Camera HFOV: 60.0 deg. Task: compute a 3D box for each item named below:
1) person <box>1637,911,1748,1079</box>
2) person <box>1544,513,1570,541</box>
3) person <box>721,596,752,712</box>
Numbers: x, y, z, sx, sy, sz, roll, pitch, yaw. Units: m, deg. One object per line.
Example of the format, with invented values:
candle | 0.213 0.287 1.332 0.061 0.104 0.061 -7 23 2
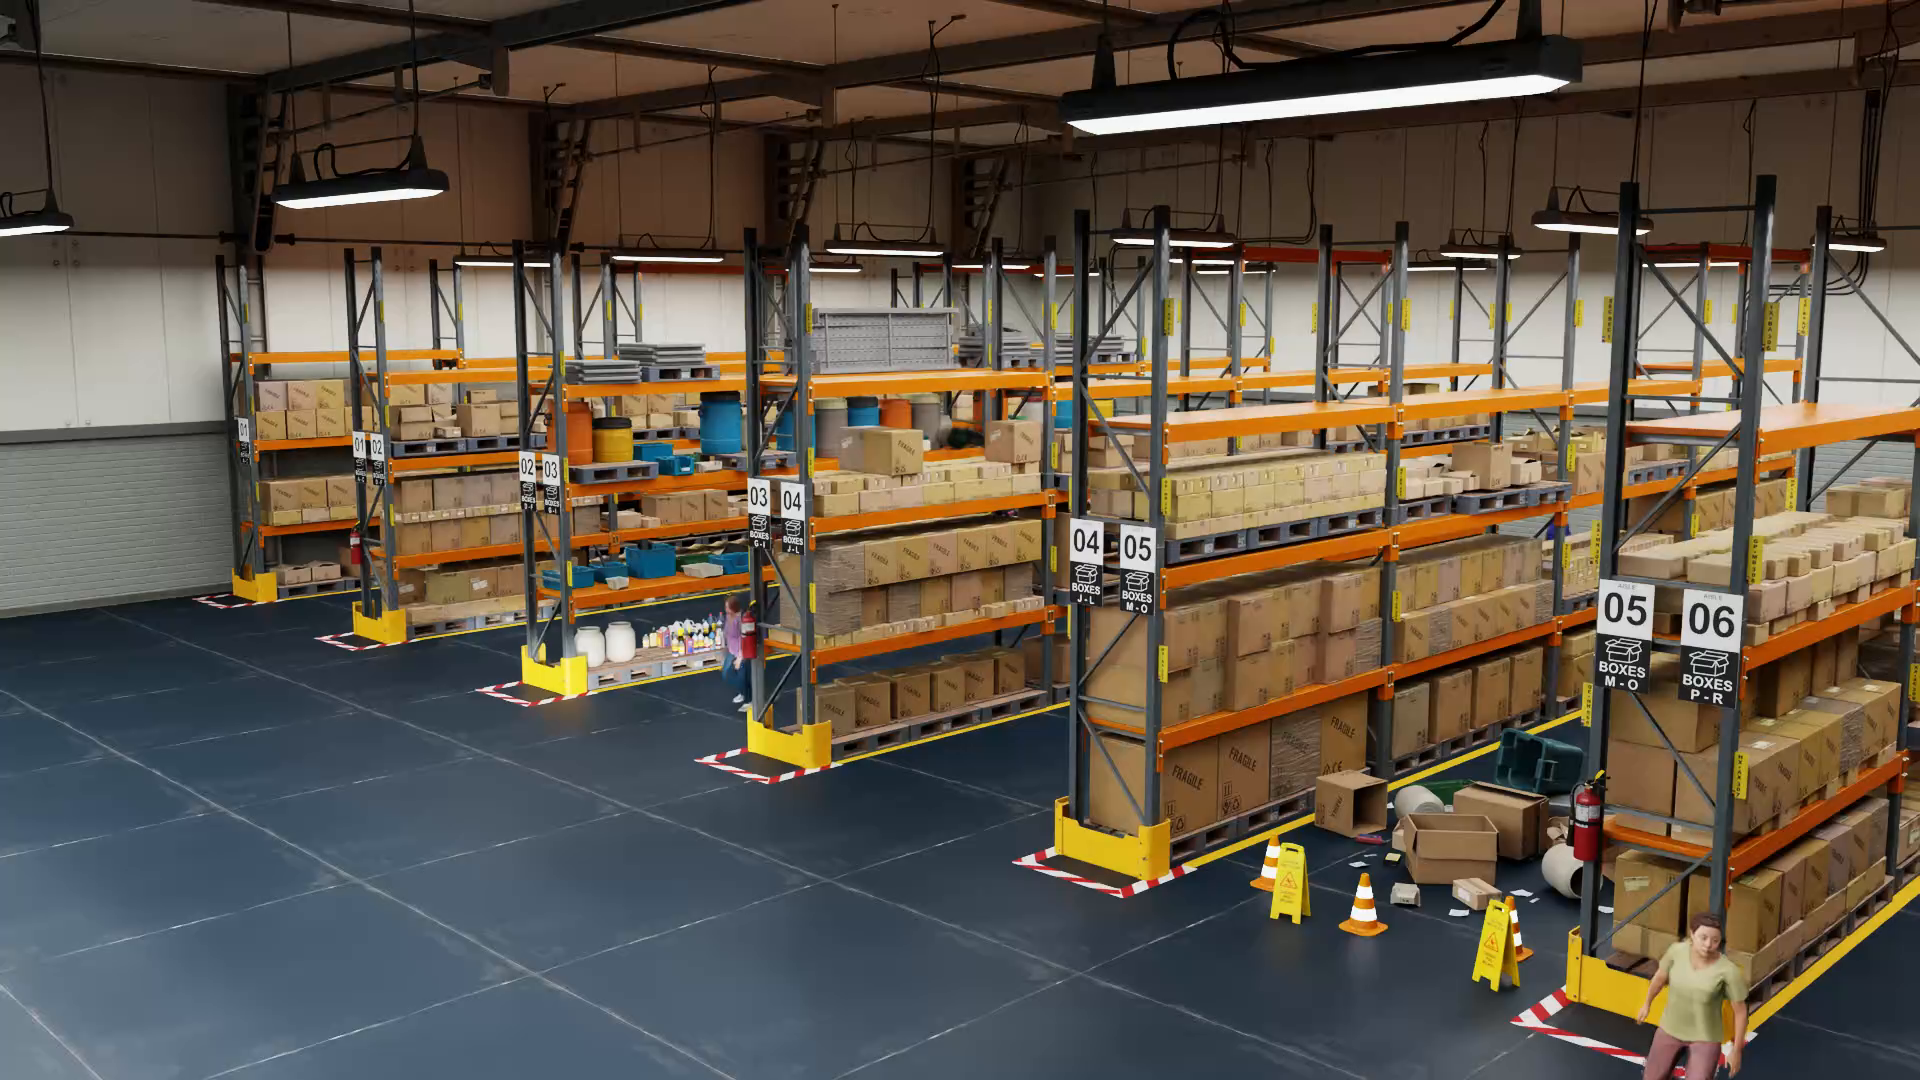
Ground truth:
person | 4.442 2.956 10.076 0.647 1.611 0.703 6 10 36
person | 10.623 0.198 29.513 0.610 1.592 0.680 -5 10 -32
person | -2.778 1.440 21.014 0.545 1.535 0.547 8 11 43
